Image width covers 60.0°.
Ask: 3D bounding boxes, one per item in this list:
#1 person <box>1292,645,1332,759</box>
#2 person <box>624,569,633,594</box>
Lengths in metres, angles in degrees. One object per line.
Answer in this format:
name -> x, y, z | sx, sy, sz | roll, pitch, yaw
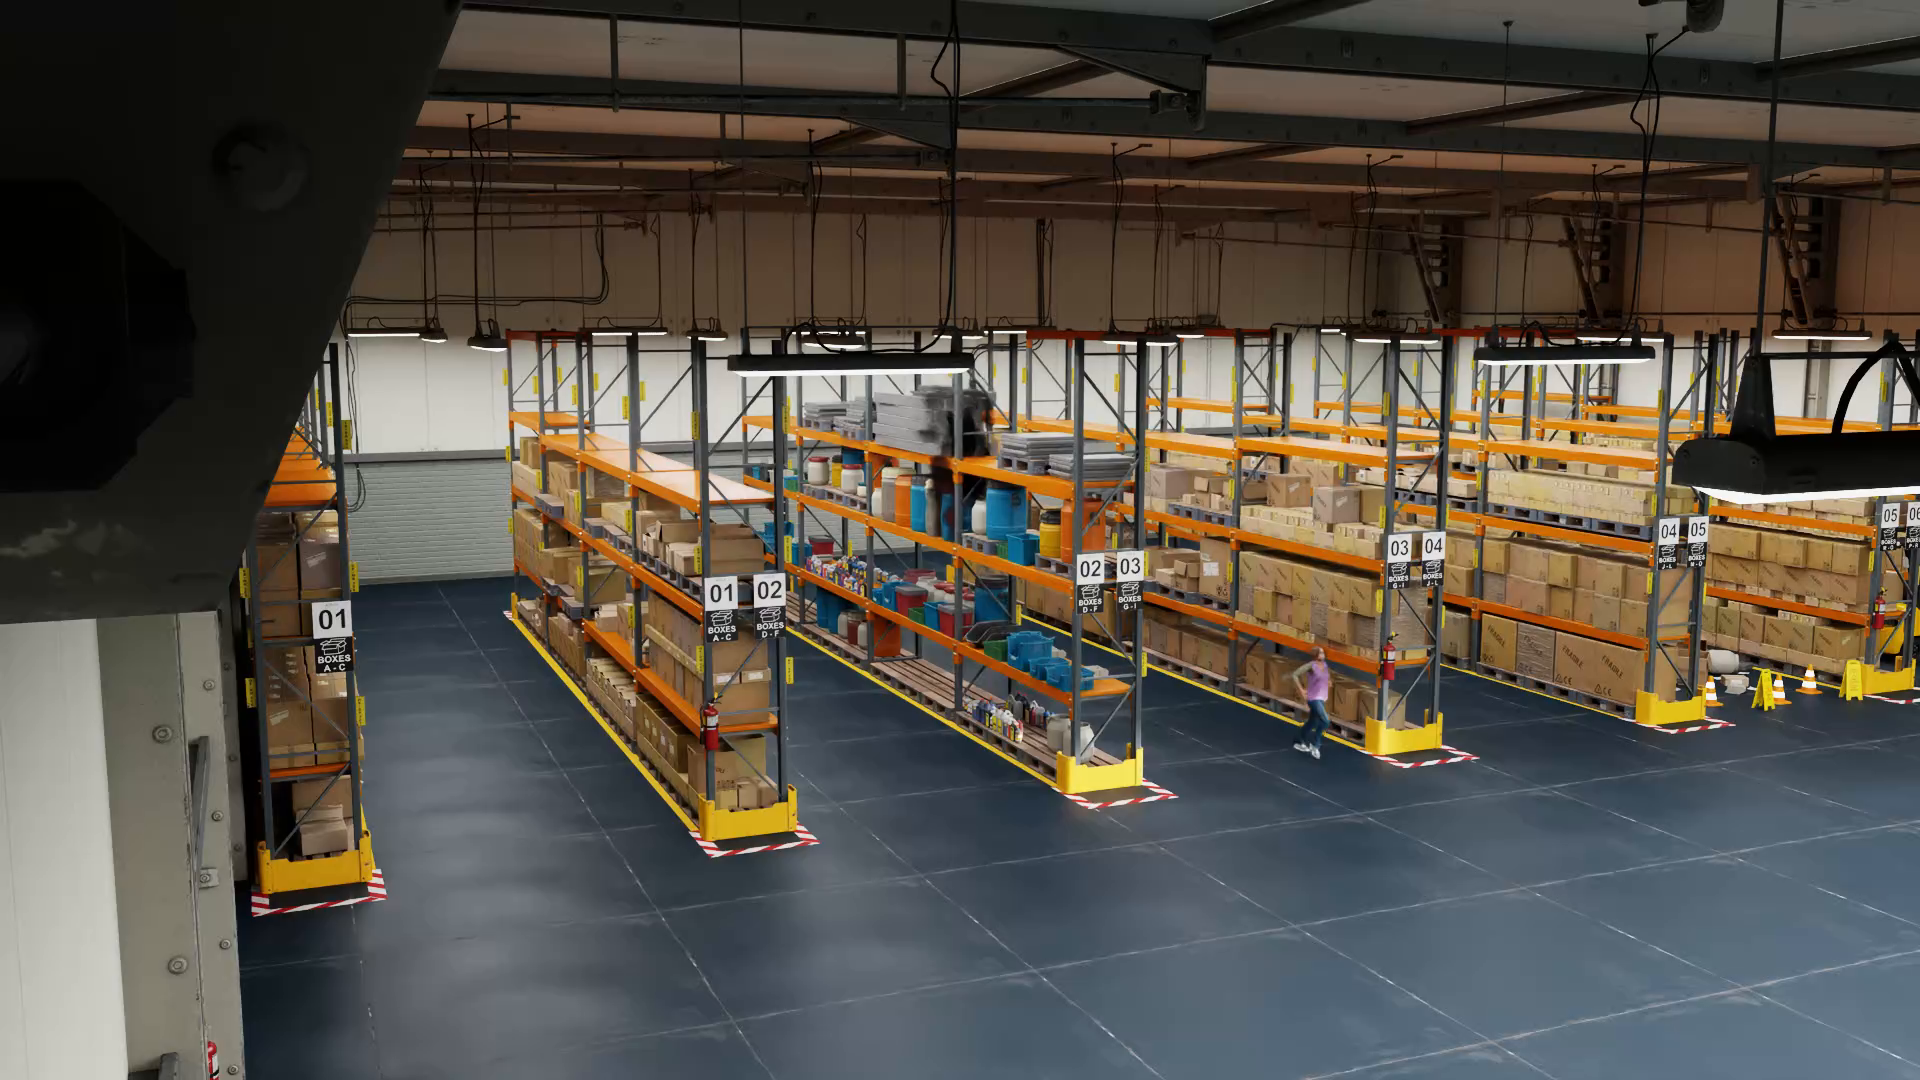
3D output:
person -> 5.092, 2.321, 23.885 | 0.600, 1.629, 0.547 | 6, 10, 40
person -> -6.888, 0.741, 35.085 | 0.717, 1.763, 0.660 | 6, 10, 38
